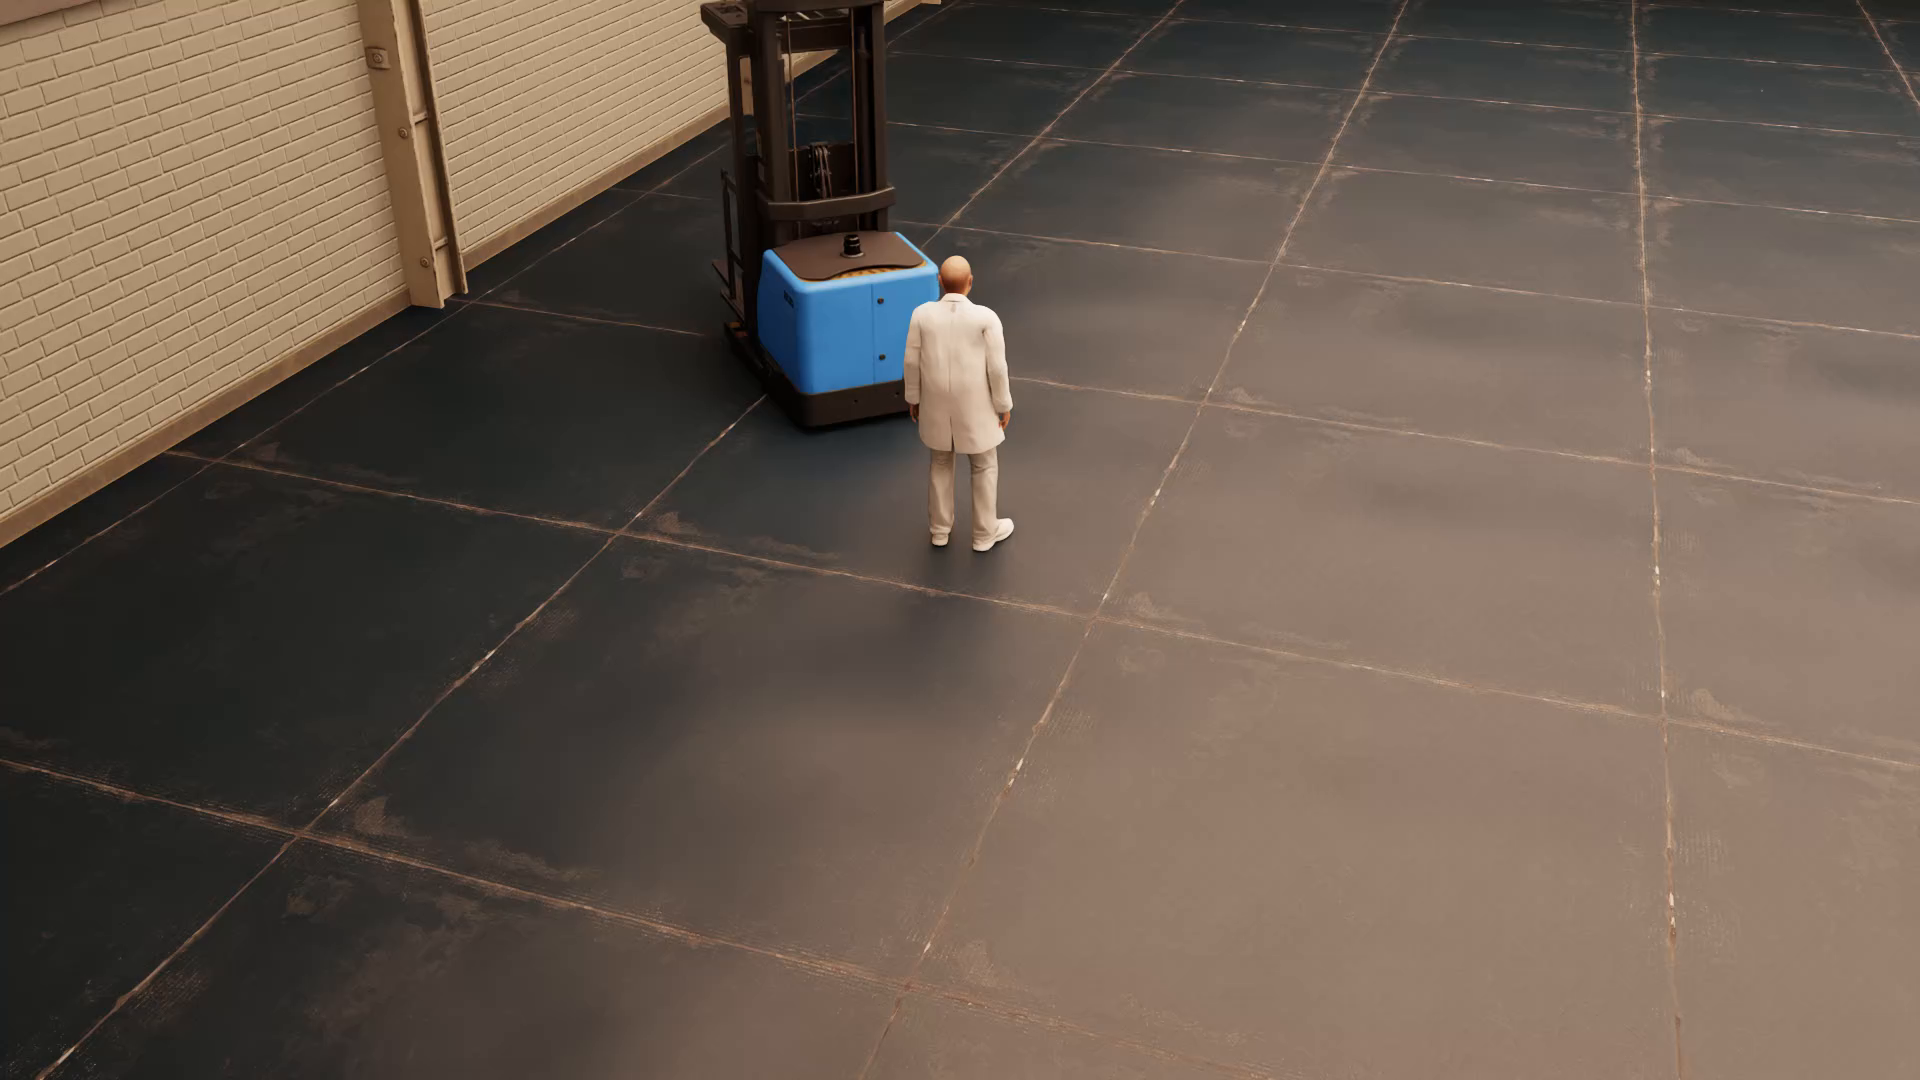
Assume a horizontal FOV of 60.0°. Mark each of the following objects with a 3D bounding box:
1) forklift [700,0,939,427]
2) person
[{"bbox_3d":[-1.155,-2.757,11.973,1.130,2.935,3.031,-12,32,-19],"label":"forklift"},{"bbox_3d":[-0.010,-0.789,9.690,0.645,1.772,0.434,8,31,13],"label":"person"}]
